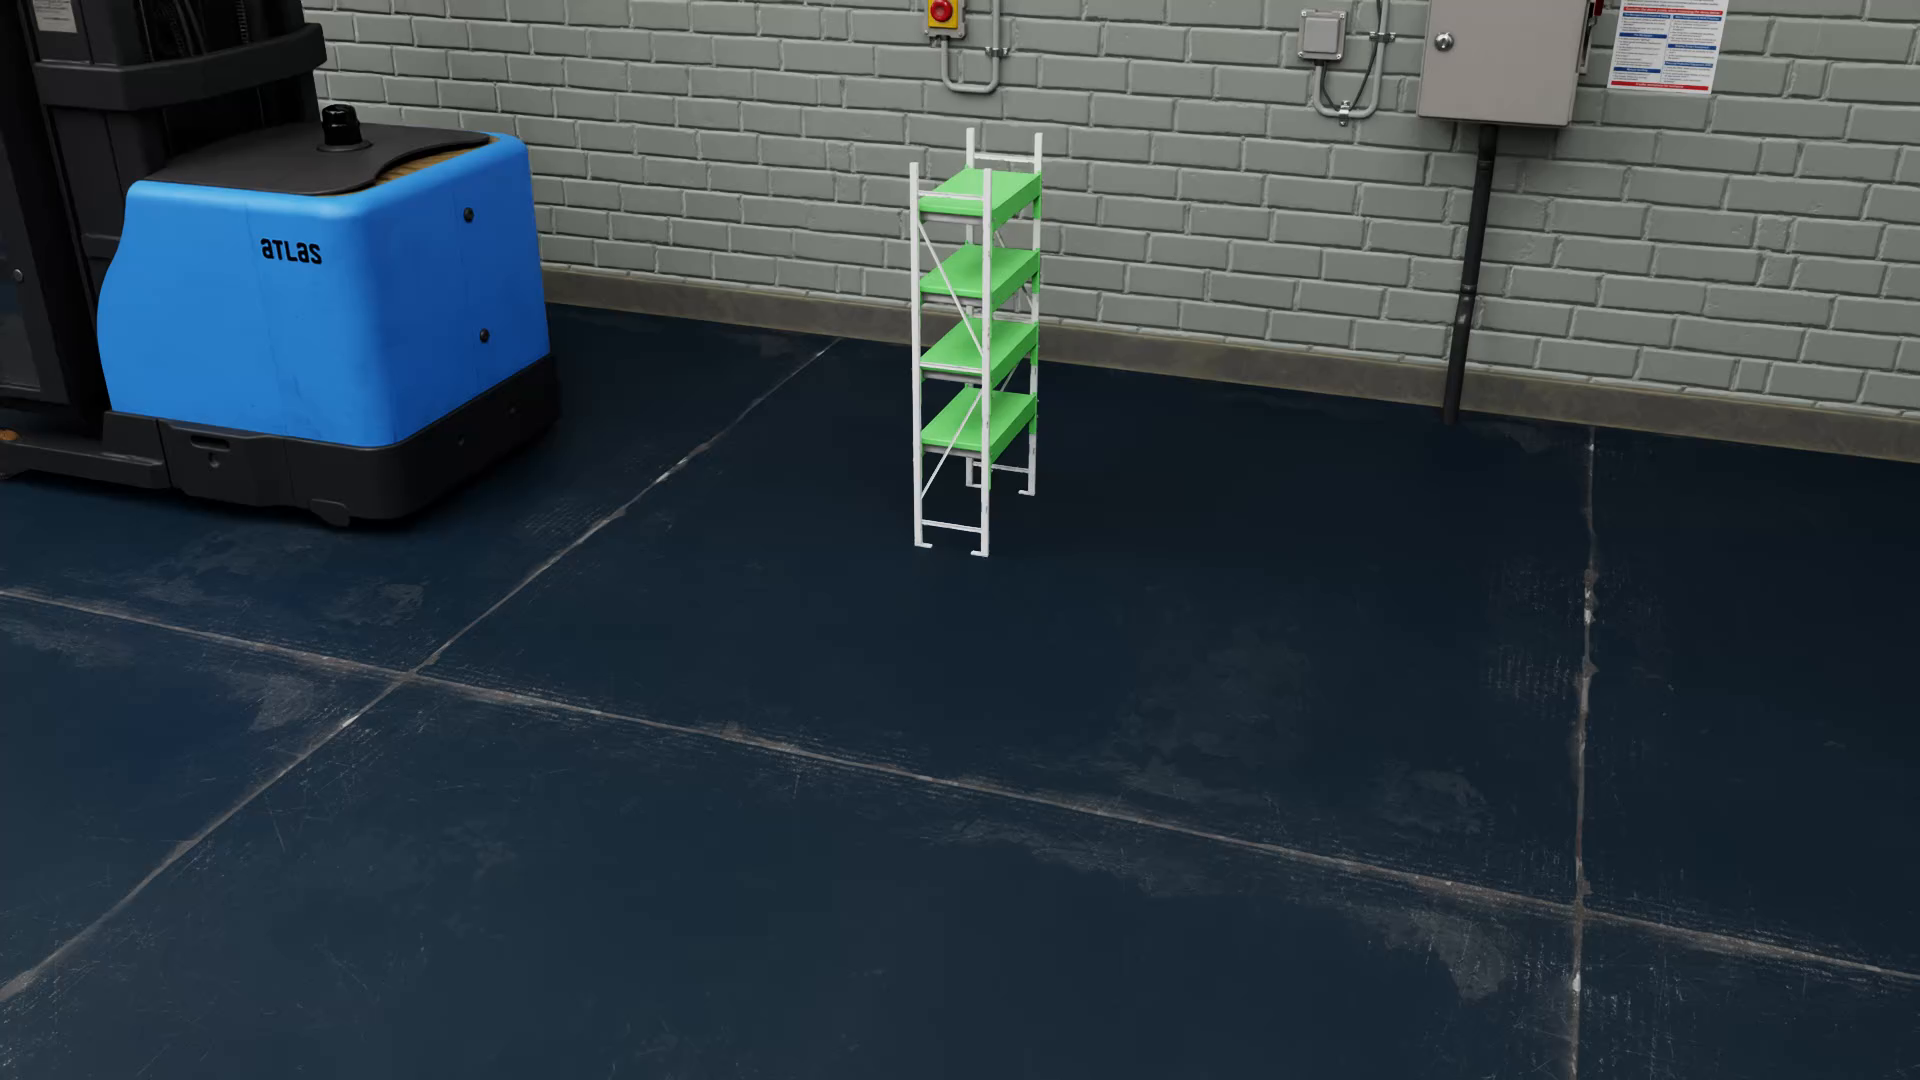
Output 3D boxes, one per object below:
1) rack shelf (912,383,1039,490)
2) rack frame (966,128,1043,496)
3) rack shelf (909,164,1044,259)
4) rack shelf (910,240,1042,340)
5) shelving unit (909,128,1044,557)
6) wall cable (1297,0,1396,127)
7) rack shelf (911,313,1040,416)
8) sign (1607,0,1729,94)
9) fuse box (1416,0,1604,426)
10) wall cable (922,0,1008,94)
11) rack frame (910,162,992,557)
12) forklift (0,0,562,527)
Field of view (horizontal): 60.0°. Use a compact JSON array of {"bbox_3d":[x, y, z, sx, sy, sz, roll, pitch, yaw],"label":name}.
[{"bbox_3d":[0.055,-0.335,5.261,0.258,0.148,0.480,9,27,17],"label":"rack shelf"},{"bbox_3d":[0.136,-0.708,5.336,0.240,1.200,0.015,9,27,17],"label":"rack frame"},{"bbox_3d":[0.055,-0.983,4.948,0.258,0.148,0.480,9,27,17],"label":"rack shelf"},{"bbox_3d":[0.055,-0.767,5.052,0.258,0.148,0.480,9,27,17],"label":"rack shelf"},{"bbox_3d":[0.055,-0.608,5.129,0.258,1.200,0.503,9,27,17],"label":"shelving unit"},{"bbox_3d":[1.232,-2.388,5.574,0.588,1.984,0.122,9,27,17],"label":"wall cable"},{"bbox_3d":[0.055,-0.551,5.157,0.258,0.148,0.480,9,27,17],"label":"rack shelf"},{"bbox_3d":[2.357,-1.738,5.506,0.329,0.494,0.001,9,27,17],"label":"sign"},{"bbox_3d":[1.823,-1.187,5.739,0.539,1.711,0.414,9,27,17],"label":"fuse box"},{"bbox_3d":[-0.110,-2.603,5.983,0.585,1.953,0.123,9,27,17],"label":"wall cable"},{"bbox_3d":[-0.026,-0.508,4.922,0.240,1.200,0.015,9,27,17],"label":"rack frame"},{"bbox_3d":[-3.018,-1.733,5.467,3.031,2.935,1.130,8,27,17],"label":"forklift"}]
